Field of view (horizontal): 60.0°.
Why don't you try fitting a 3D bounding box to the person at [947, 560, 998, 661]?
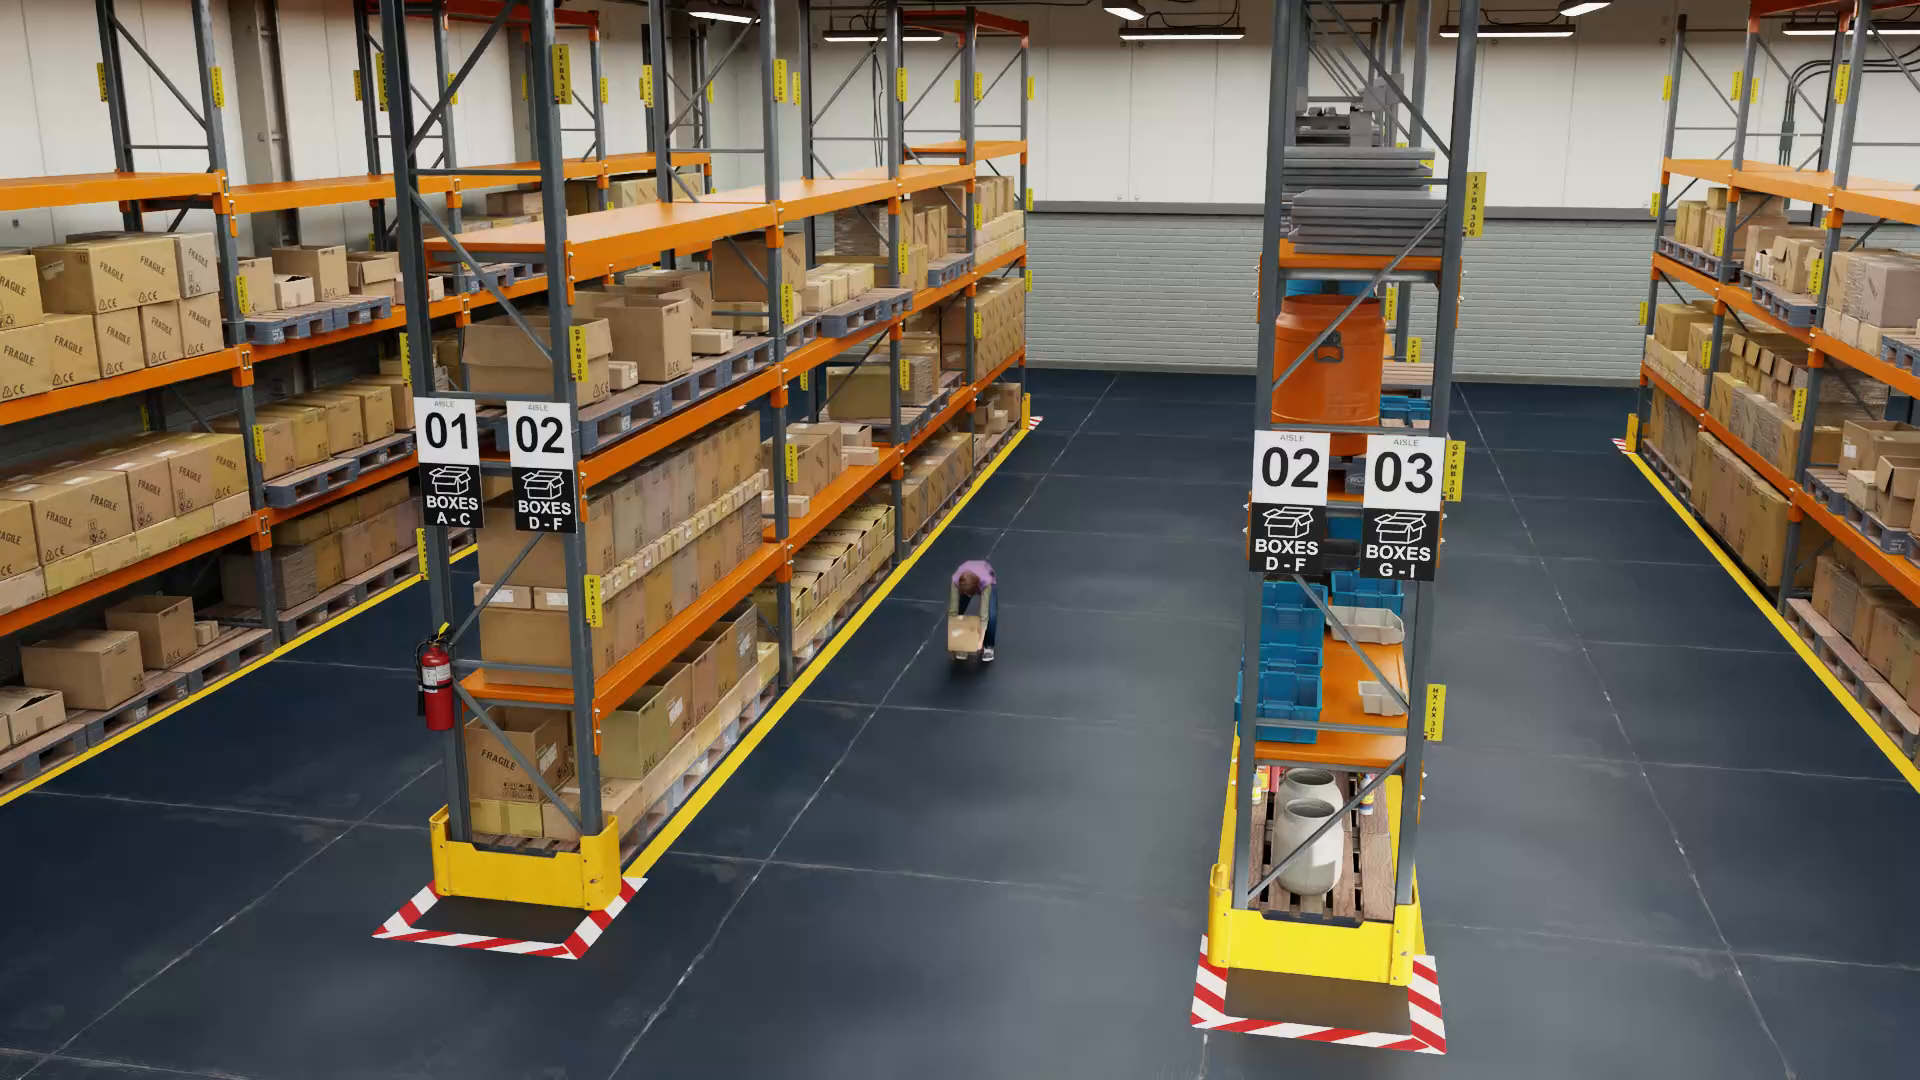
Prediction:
[{"bbox_3d":[0.119,0.650,14.862,0.425,0.947,0.863,2,15,8],"label":"person"}]
